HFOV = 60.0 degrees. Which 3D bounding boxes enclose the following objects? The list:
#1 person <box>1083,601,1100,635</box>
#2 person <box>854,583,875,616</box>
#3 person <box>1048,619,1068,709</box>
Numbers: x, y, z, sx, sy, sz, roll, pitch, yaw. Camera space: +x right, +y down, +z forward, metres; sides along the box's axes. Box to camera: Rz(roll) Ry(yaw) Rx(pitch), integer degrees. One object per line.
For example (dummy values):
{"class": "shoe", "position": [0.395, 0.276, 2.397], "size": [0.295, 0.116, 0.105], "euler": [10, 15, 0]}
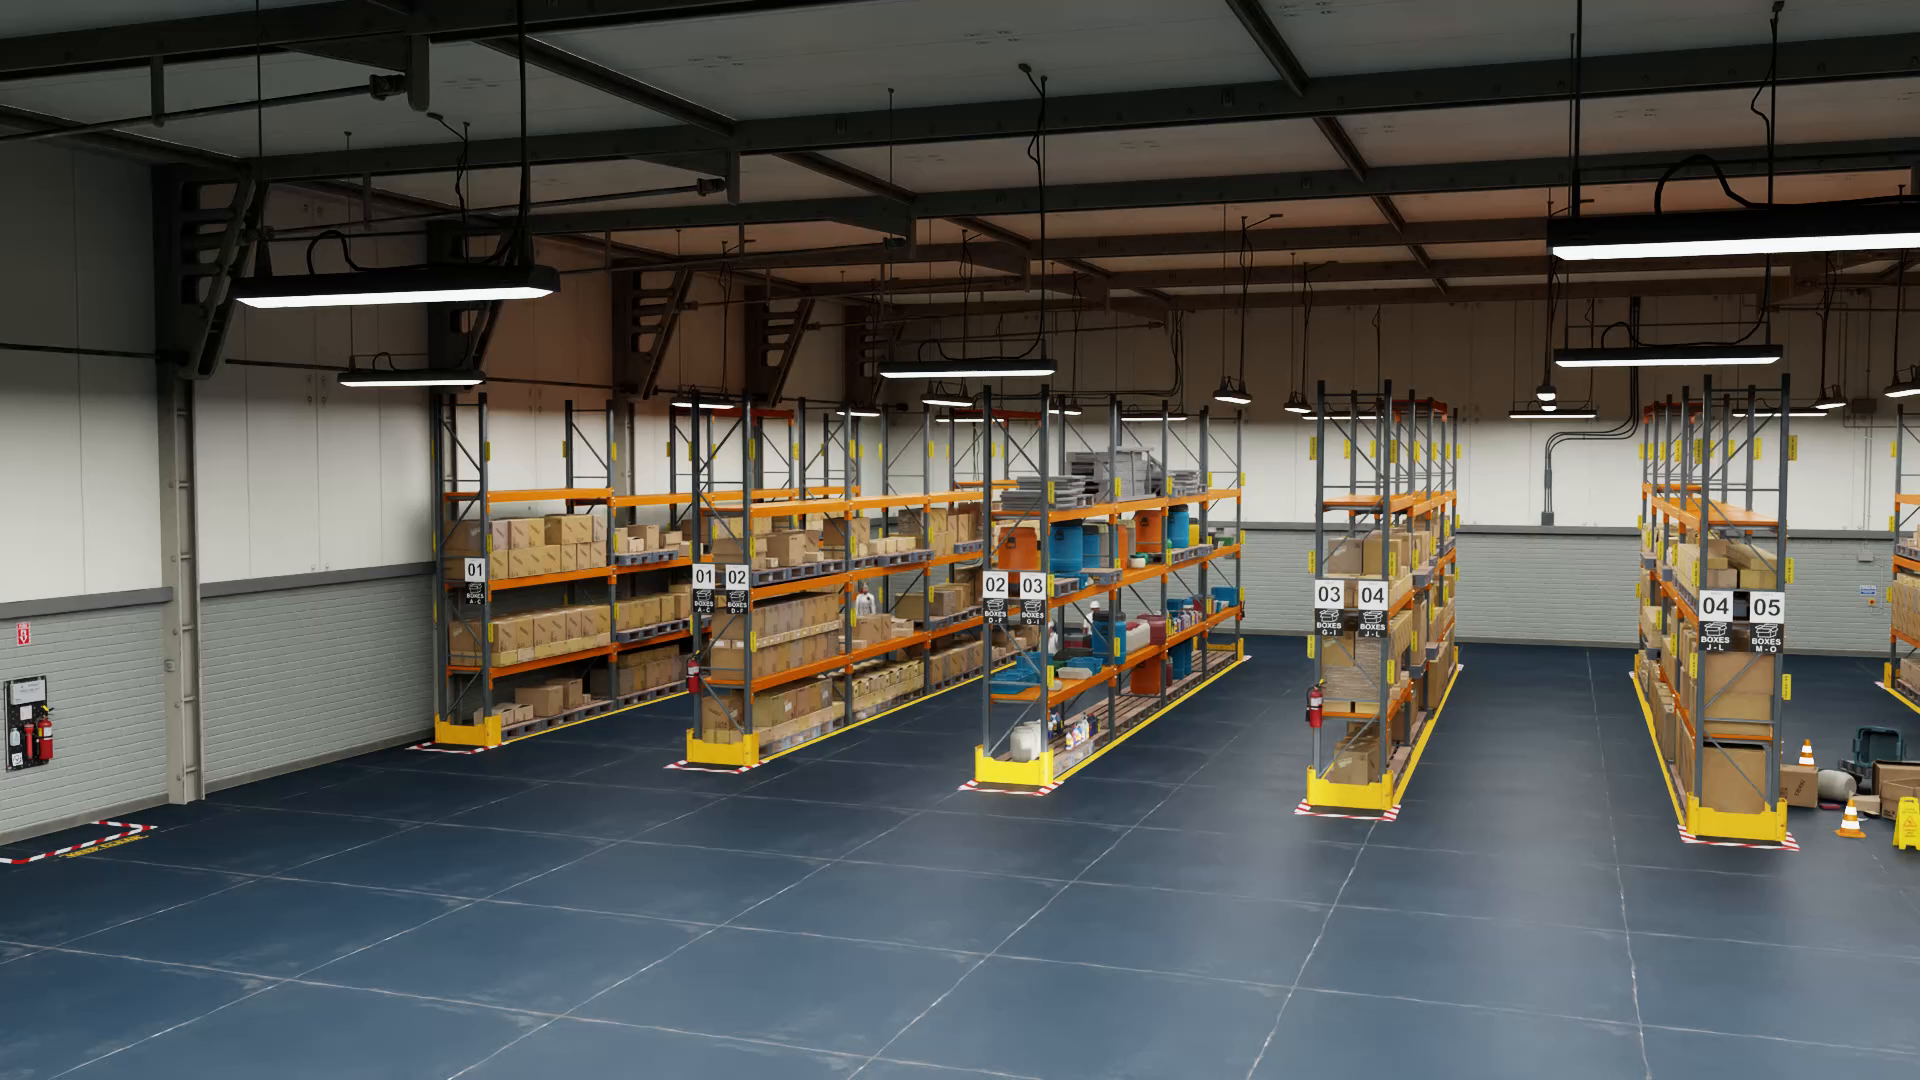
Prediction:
{"class": "person", "position": [2.928, 2.190, 36.071], "size": [0.585, 1.720, 0.925], "euler": [2, 4, 31]}
{"class": "person", "position": [-2.344, 1.810, 40.999], "size": [0.479, 1.541, 1.049], "euler": [1, 3, 19]}
{"class": "person", "position": [1.848, 2.404, 32.477], "size": [0.602, 1.755, 0.652], "euler": [2, 4, 38]}
